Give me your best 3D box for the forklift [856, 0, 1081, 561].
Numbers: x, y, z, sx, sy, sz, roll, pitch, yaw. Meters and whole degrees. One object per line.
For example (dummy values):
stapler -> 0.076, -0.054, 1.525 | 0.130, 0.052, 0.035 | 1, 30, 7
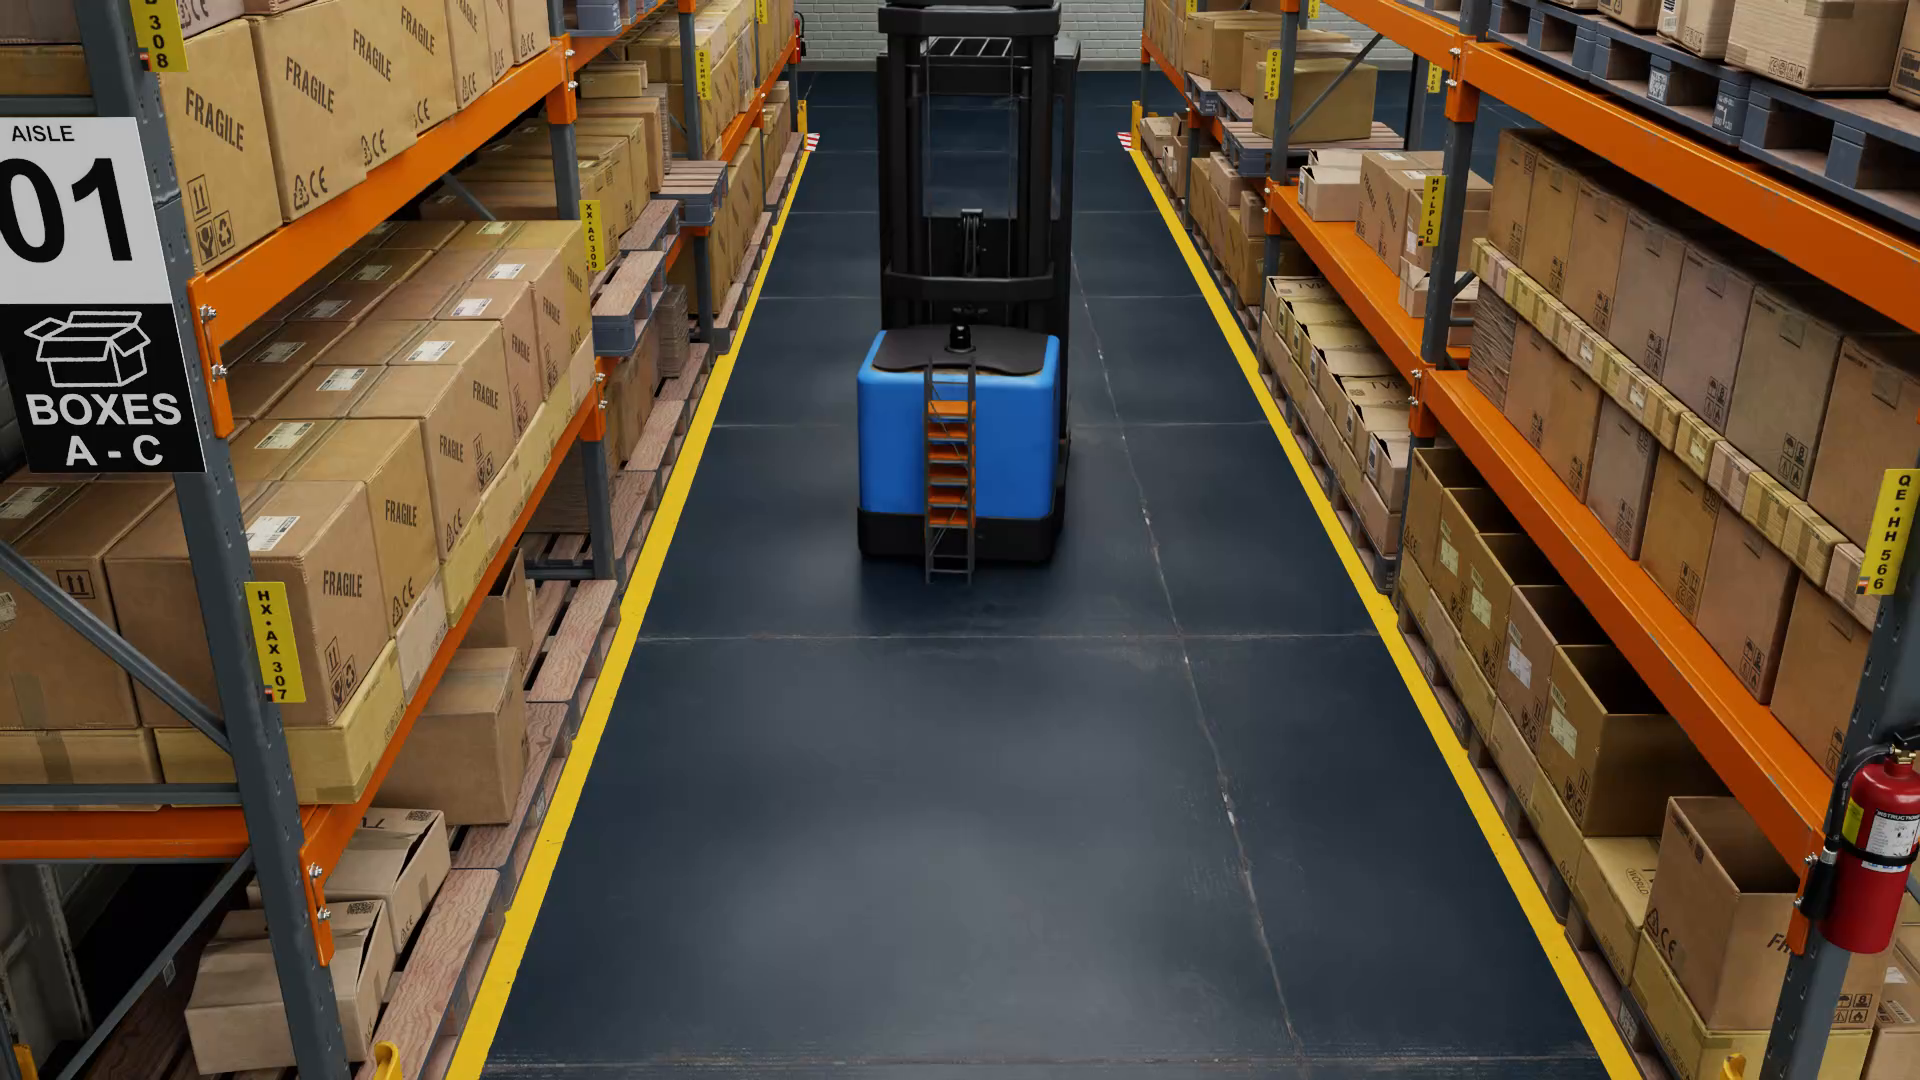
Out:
forklift -> 0.113, -1.798, 9.668 | 1.130, 2.935, 3.031 | 2, 24, 5

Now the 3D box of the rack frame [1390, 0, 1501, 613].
rack frame -> 2.713, -1.026, 7.879 | 1.000, 3.000, 0.127 | 0, 24, -1

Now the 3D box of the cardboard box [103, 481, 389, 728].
cardboard box -> -1.901, 0.165, 4.492 | 0.500, 0.500, 0.500 | 0, 24, 0

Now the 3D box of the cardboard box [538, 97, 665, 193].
cardboard box -> -2.235, -2.473, 10.422 | 0.700, 0.500, 0.500 | -3, 24, -6

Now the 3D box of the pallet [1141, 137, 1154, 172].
pallet -> 2.593, -4.340, 18.591 | 1.003, 0.211, 1.213 | 0, 24, -1

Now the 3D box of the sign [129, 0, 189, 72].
sign -> -1.654, -1.122, 3.389 | 0.100, 0.325, 0.005 | 0, 24, -1

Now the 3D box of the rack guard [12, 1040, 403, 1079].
rack guard -> -2.197, 1.753, 4.766 | 1.175, 0.500, 0.348 | 0, 24, -1

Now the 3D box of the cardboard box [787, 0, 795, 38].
cardboard box -> -2.355, -5.874, 18.233 | 0.980, 0.700, 0.700 | 1, 24, 2

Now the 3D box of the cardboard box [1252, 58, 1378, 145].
cardboard box -> 2.550, -3.170, 11.989 | 0.700, 0.500, 0.500 | -9, 26, -18

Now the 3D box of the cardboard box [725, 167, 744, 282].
cardboard box -> -2.164, -2.527, 13.297 | 0.750, 0.750, 0.750 | 0, 24, -1

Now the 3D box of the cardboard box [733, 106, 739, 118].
cardboard box -> -2.058, -3.635, 13.928 | 0.380, 0.149, 0.250 | 0, 24, -1

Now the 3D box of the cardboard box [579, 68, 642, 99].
cardboard box -> -2.231, -2.918, 10.619 | 0.380, 0.149, 0.250 | -4, 25, -9

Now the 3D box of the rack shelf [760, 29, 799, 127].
rack shelf -> -2.349, -4.795, 17.085 | 1.077, 0.370, 4.000 | 0, 24, -1

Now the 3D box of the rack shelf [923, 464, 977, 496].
rack shelf -> -0.051, -0.307, 8.580 | 0.258, 0.103, 0.180 | 2, 24, 5

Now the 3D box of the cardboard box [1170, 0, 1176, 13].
cardboard box -> 2.348, -5.450, 16.325 | 0.500, 0.500, 0.500 | 0, 24, 0

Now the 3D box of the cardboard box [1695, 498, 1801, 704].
cardboard box -> 2.754, 0.168, 5.118 | 0.700, 0.500, 0.500 | 0, 24, 1

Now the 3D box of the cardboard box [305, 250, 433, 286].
cardboard box -> -2.442, -0.877, 6.797 | 0.500, 0.500, 0.500 | 0, 24, -1

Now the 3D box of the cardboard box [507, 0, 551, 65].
cardboard box -> -1.987, -2.216, 6.724 | 0.500, 0.500, 0.500 | 0, 24, 1

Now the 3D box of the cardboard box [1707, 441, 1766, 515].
cardboard box -> 2.555, -0.193, 5.127 | 0.380, 0.149, 0.250 | 0, 24, 0

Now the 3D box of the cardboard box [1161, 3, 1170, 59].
cardboard box -> 2.341, -5.207, 17.002 | 0.500, 0.500, 0.500 | 0, 24, 0

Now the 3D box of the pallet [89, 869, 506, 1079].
pallet -> -2.171, 1.550, 5.566 | 1.003, 0.211, 1.213 | 0, 24, -1

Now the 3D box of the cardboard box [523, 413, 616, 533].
cardboard box -> -2.265, -0.367, 8.921 | 0.700, 0.500, 0.500 | 1, 24, 1

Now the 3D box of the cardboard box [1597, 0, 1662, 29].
cardboard box -> 2.605, -2.016, 5.623 | 0.797, 0.503, 0.637 | 2, 24, 5

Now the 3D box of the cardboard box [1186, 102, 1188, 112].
cardboard box -> 2.835, -4.810, 18.744 | 0.500, 0.500, 0.500 | 0, 24, -1

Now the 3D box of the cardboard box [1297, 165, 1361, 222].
cardboard box -> 2.486, -2.264, 10.725 | 0.500, 0.311, 0.500 | -1, 24, -1

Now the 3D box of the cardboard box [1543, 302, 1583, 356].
cardboard box -> 2.535, -0.835, 6.547 | 0.380, 0.149, 0.250 | -1, 24, -2

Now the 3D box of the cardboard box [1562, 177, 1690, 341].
cardboard box -> 2.736, -1.065, 6.270 | 0.700, 0.500, 0.500 | 0, 24, -1

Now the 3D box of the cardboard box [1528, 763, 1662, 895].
cardboard box -> 2.431, 1.052, 6.111 | 0.500, 0.250, 0.500 | 0, 24, -1

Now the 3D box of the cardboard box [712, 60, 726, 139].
cardboard box -> -2.029, -3.258, 12.307 | 0.500, 0.500, 0.500 | 1, 24, 1

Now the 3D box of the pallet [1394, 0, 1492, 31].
pallet -> 2.691, -2.669, 8.104 | 0.805, 0.209, 1.217 | -1, 24, -3

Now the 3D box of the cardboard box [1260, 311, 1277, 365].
cardboard box -> 2.382, -1.396, 11.523 | 0.500, 0.250, 0.500 | 0, 24, -1

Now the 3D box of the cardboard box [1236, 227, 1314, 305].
cardboard box -> 2.425, -2.120, 12.798 | 0.500, 0.500, 0.500 | 1, 24, 2

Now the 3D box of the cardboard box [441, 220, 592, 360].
cardboard box -> -1.925, -1.091, 7.271 | 0.500, 0.500, 0.500 | 0, 24, -1

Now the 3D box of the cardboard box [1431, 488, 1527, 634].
cardboard box -> 2.419, 0.092, 7.323 | 0.500, 0.500, 0.500 | 0, 24, -1

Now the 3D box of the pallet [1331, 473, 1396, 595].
pallet -> 2.666, -0.059, 9.124 | 1.003, 0.211, 1.213 | 0, 24, -1

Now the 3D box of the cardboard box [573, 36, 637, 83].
cardboard box -> -2.548, -3.368, 11.641 | 0.500, 0.250, 0.500 | 0, 24, 1

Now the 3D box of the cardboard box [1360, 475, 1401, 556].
cardboard box -> 2.419, -0.134, 8.734 | 0.500, 0.250, 0.500 | 0, 24, -1

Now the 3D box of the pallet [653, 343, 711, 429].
pallet -> -2.276, -1.058, 11.333 | 1.003, 0.211, 1.213 | 0, 24, -1

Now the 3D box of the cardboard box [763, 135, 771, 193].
cardboard box -> -2.233, -3.660, 16.226 | 0.700, 0.500, 0.500 | 0, 24, 0

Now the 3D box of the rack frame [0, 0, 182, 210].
rack frame -> -2.196, -2.088, 2.946 | 1.000, 3.000, 0.127 | 0, 24, -1

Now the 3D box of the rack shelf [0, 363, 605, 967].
rack shelf -> -2.218, 0.150, 6.152 | 1.077, 0.370, 4.000 | 0, 24, -1

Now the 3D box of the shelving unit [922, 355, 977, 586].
shelving unit -> -0.051, -0.347, 8.561 | 0.258, 1.200, 0.189 | 2, 24, 5

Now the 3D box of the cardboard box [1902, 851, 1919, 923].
cardboard box -> 2.966, 0.914, 5.506 | 0.500, 0.500, 0.500 | 0, 24, -1

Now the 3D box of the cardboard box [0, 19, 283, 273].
cardboard box -> -1.950, -0.914, 3.846 | 0.500, 0.500, 0.500 | 0, 24, 1

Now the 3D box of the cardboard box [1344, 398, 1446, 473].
cardboard box -> 2.410, -0.600, 9.084 | 0.500, 0.311, 0.500 | 0, 24, 1

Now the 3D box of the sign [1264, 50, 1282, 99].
sign -> 2.127, -3.160, 11.287 | 0.100, 0.325, 0.005 | 0, 24, -1

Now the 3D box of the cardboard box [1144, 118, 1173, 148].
cardboard box -> 2.310, -4.487, 18.334 | 0.500, 0.250, 0.500 | 0, 24, -1

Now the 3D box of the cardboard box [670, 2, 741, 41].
cardboard box -> -2.065, -4.219, 13.521 | 0.500, 0.250, 0.500 | 0, 24, 0

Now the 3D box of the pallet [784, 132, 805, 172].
pallet -> -2.284, -4.347, 18.606 | 1.003, 0.211, 1.213 | 0, 24, -1

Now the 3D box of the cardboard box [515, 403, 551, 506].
cardboard box -> -1.914, -0.337, 6.512 | 0.500, 0.250, 0.500 | 0, 24, -1
